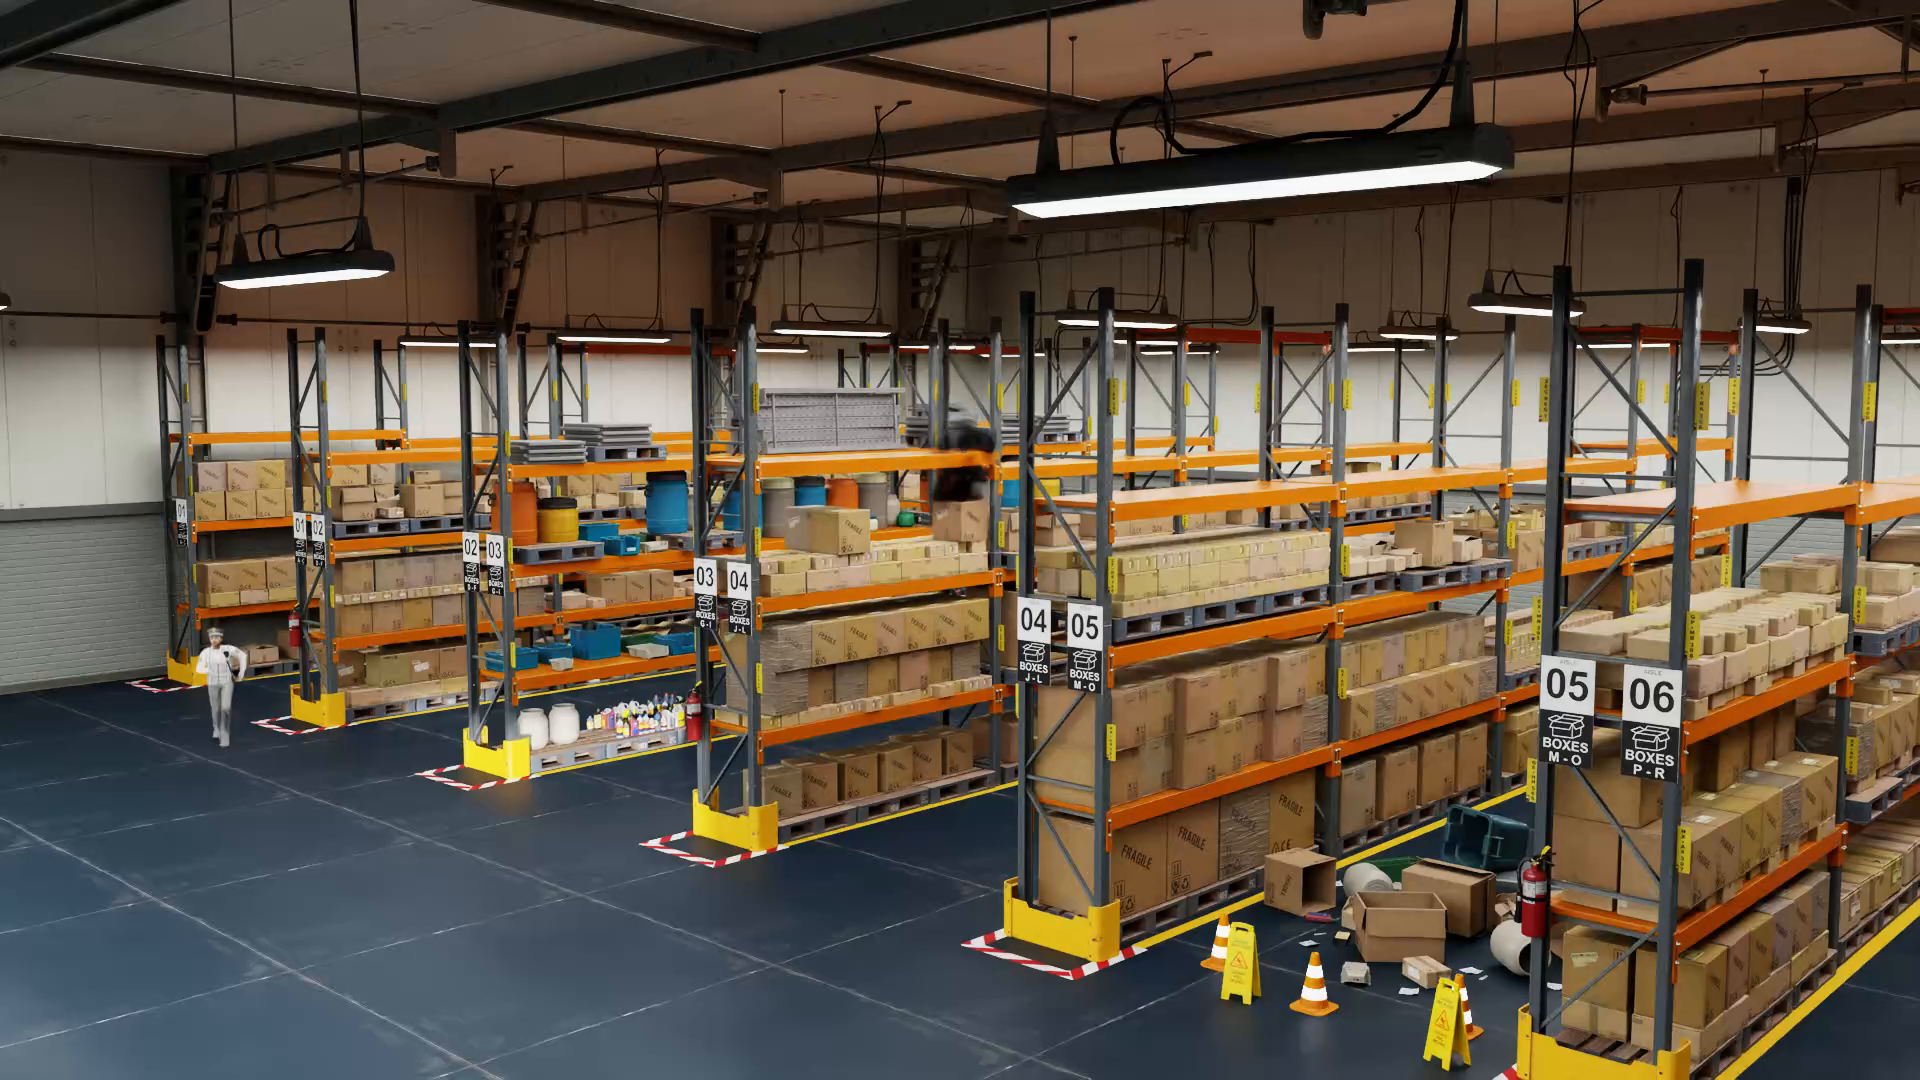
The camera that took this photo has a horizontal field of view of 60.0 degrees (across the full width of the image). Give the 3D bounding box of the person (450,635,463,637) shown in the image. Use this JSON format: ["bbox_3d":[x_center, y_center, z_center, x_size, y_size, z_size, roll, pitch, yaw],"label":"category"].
[{"bbox_3d":[-8.663,1.656,28.922,0.614,1.631,0.575,4,7,37],"label":"person"}]

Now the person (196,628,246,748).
[{"bbox_3d":[-10.570,2.091,23.804,0.625,1.726,0.837,-1,6,-14],"label":"person"}]
